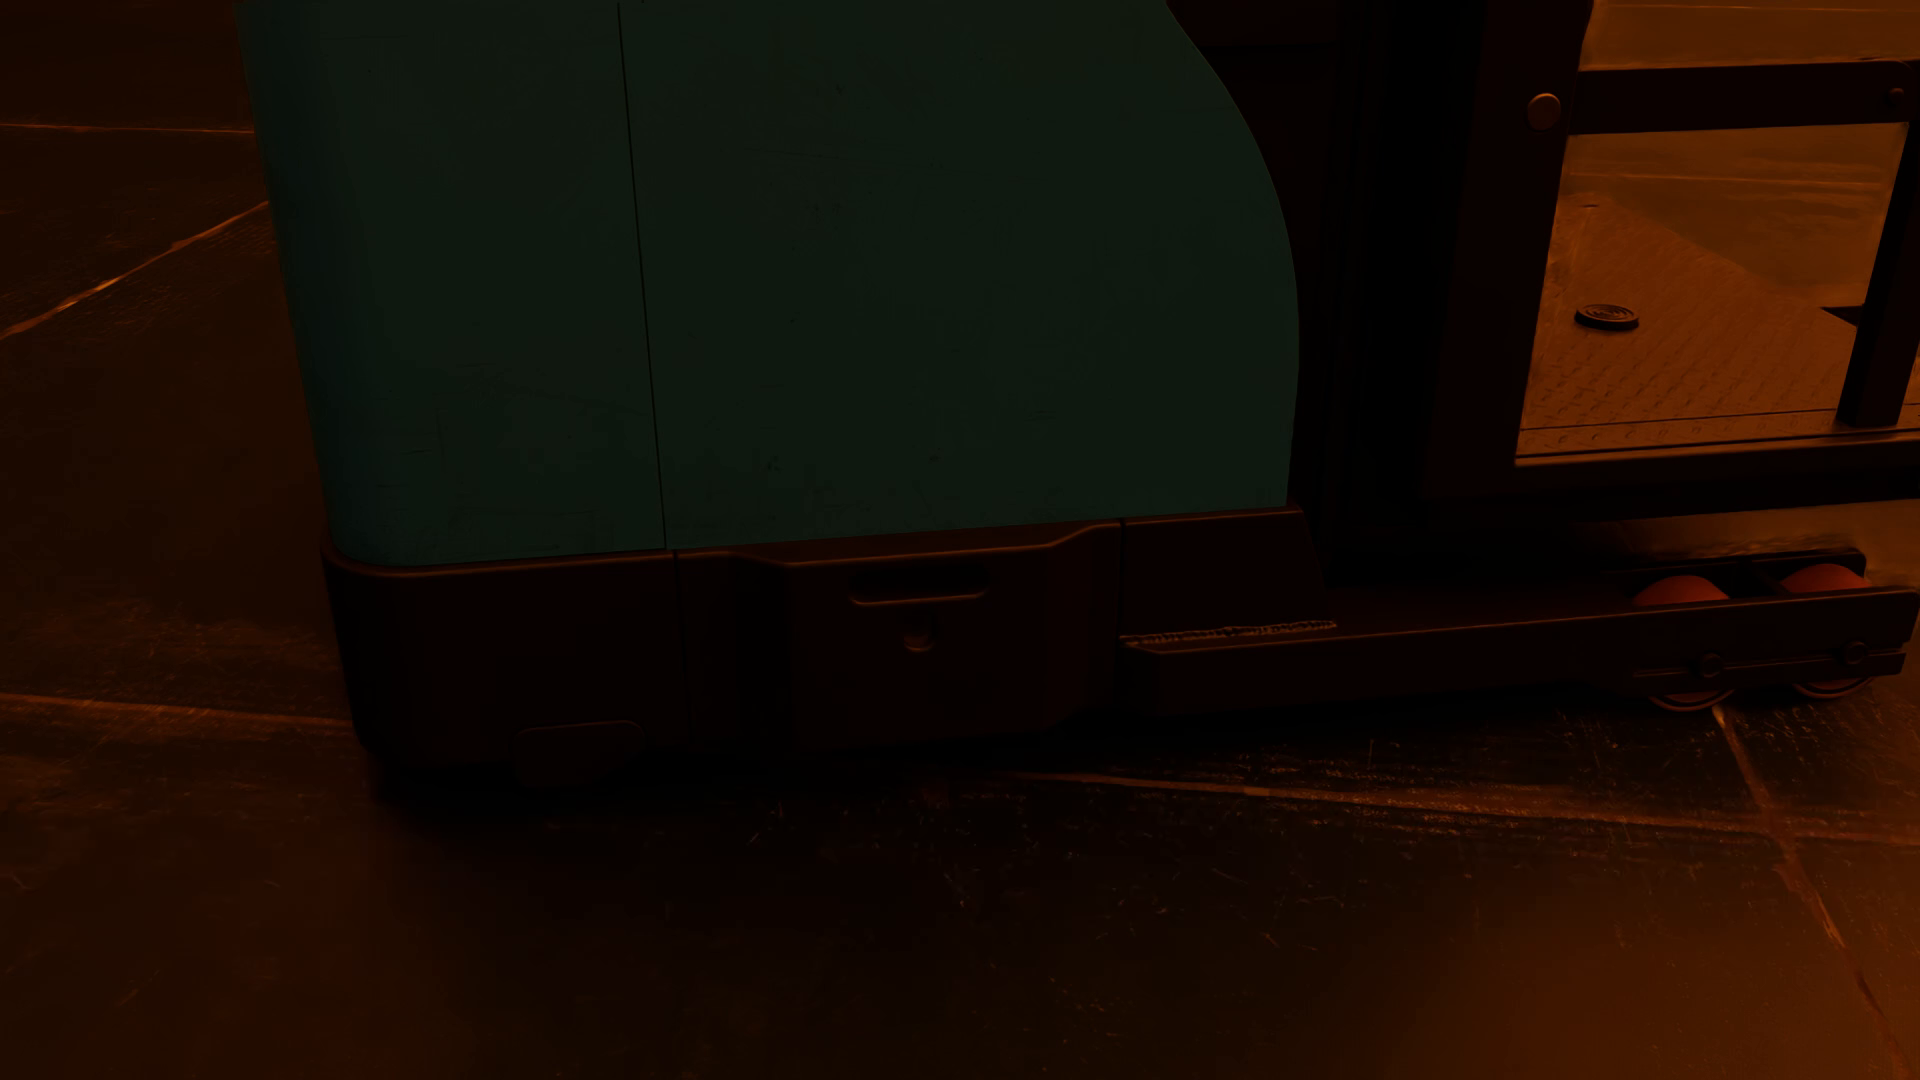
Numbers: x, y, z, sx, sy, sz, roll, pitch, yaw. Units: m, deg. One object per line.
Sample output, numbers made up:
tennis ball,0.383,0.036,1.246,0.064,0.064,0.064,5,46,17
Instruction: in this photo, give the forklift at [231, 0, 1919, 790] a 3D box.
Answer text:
forklift,0.735,-1.327,1.877,3.031,2.935,1.130,-4,27,-8
